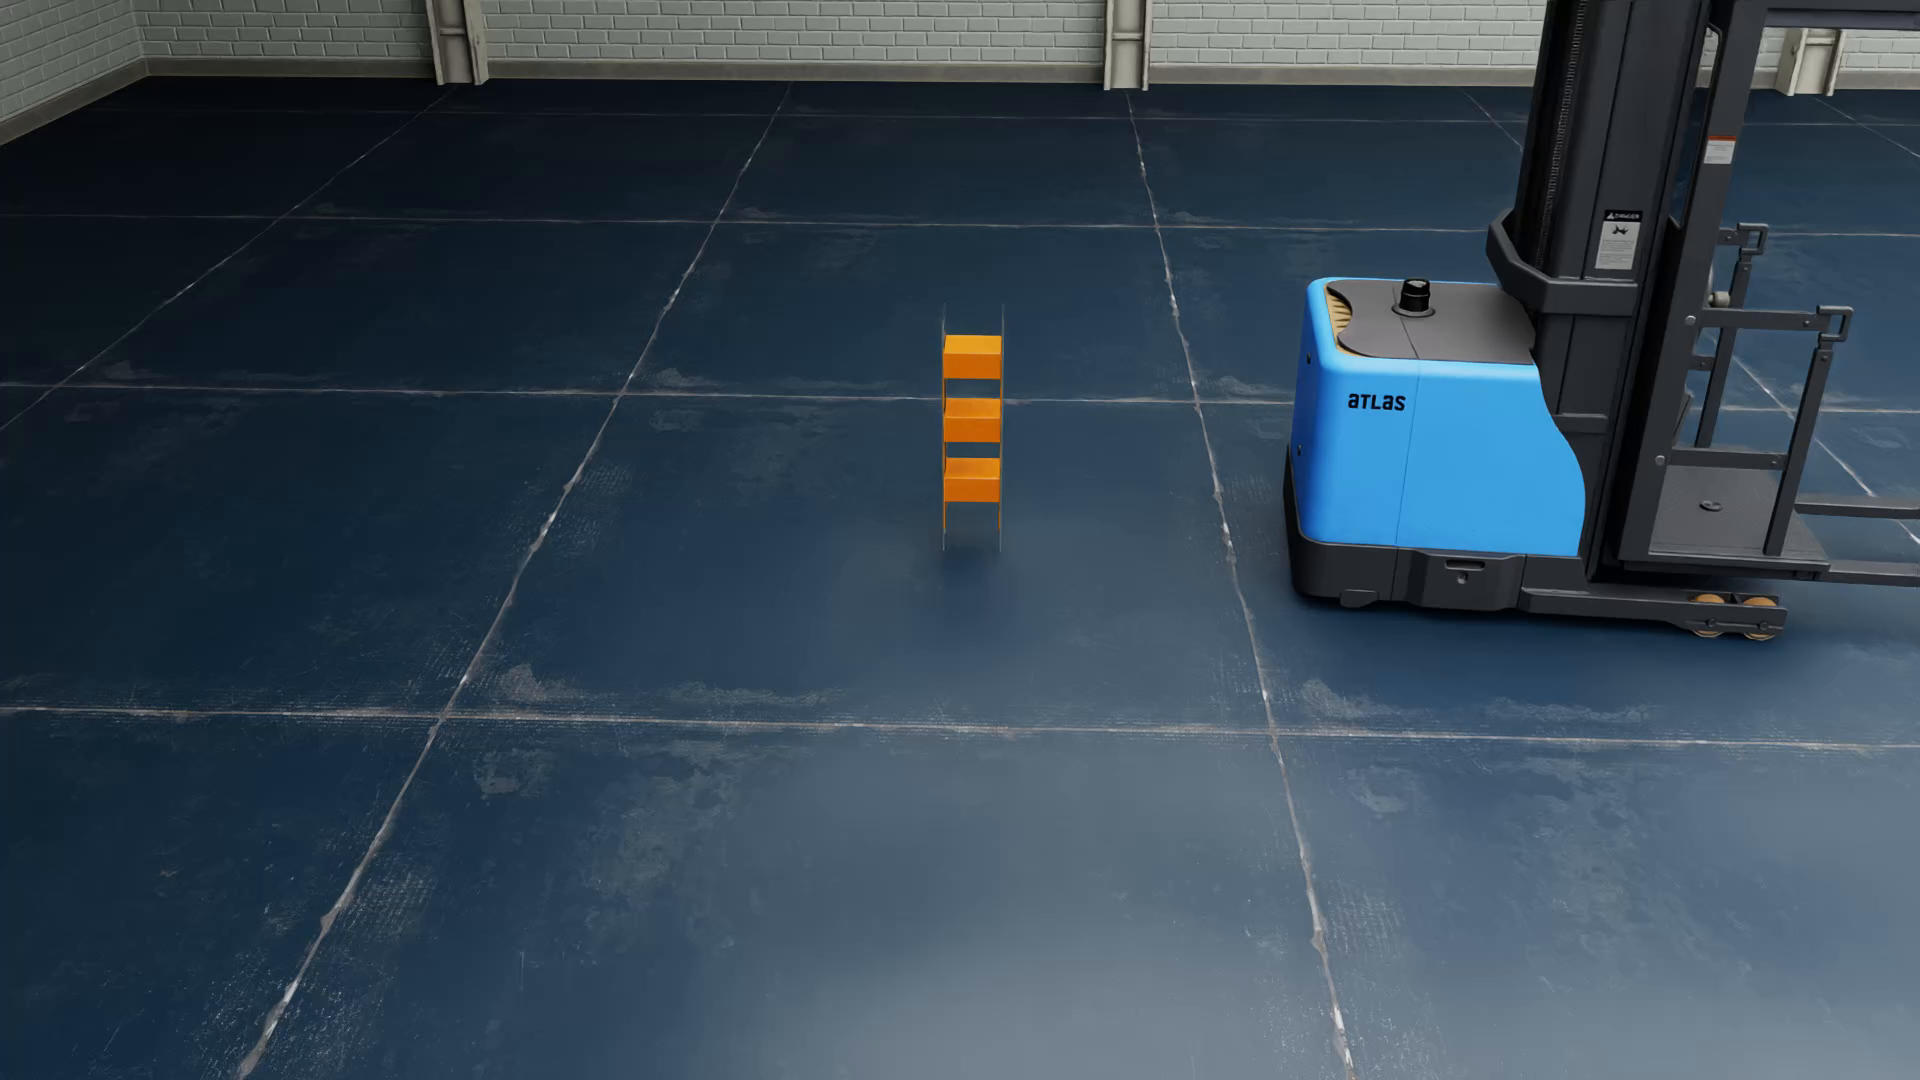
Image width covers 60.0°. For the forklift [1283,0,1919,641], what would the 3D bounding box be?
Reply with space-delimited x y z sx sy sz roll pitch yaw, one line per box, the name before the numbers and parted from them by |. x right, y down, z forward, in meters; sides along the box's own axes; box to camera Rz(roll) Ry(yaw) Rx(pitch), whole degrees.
forklift | 2.909 -1.167 6.321 3.031 2.935 1.130 3 28 6

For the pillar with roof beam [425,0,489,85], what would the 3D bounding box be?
pillar with roof beam | -4.667 -6.135 9.216 0.400 9.000 9.100 1 28 2

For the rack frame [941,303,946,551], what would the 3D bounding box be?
rack frame | -0.068 -0.465 7.006 0.008 1.050 0.200 1 28 2

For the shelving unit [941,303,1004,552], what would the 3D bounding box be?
shelving unit | 0.053 -0.463 7.002 0.252 1.050 0.215 1 28 2

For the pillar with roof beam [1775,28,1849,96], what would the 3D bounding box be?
pillar with roof beam | 7.326 -5.937 8.842 0.400 9.000 9.100 1 28 2

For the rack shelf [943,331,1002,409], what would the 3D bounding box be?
rack shelf | 0.053 -0.704 6.874 0.240 0.259 0.215 1 28 2

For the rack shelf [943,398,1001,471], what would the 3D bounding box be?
rack shelf | 0.053 -0.454 7.007 0.240 0.259 0.215 1 28 2

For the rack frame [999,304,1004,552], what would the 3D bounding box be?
rack frame | 0.175 -0.461 6.999 0.008 1.050 0.200 1 28 2

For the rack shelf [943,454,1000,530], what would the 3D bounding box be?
rack shelf | 0.053 -0.208 7.138 0.240 0.259 0.215 1 28 2

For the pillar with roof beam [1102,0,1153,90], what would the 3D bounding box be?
pillar with roof beam | 1.329 -6.036 9.029 0.400 9.000 9.100 1 28 2
